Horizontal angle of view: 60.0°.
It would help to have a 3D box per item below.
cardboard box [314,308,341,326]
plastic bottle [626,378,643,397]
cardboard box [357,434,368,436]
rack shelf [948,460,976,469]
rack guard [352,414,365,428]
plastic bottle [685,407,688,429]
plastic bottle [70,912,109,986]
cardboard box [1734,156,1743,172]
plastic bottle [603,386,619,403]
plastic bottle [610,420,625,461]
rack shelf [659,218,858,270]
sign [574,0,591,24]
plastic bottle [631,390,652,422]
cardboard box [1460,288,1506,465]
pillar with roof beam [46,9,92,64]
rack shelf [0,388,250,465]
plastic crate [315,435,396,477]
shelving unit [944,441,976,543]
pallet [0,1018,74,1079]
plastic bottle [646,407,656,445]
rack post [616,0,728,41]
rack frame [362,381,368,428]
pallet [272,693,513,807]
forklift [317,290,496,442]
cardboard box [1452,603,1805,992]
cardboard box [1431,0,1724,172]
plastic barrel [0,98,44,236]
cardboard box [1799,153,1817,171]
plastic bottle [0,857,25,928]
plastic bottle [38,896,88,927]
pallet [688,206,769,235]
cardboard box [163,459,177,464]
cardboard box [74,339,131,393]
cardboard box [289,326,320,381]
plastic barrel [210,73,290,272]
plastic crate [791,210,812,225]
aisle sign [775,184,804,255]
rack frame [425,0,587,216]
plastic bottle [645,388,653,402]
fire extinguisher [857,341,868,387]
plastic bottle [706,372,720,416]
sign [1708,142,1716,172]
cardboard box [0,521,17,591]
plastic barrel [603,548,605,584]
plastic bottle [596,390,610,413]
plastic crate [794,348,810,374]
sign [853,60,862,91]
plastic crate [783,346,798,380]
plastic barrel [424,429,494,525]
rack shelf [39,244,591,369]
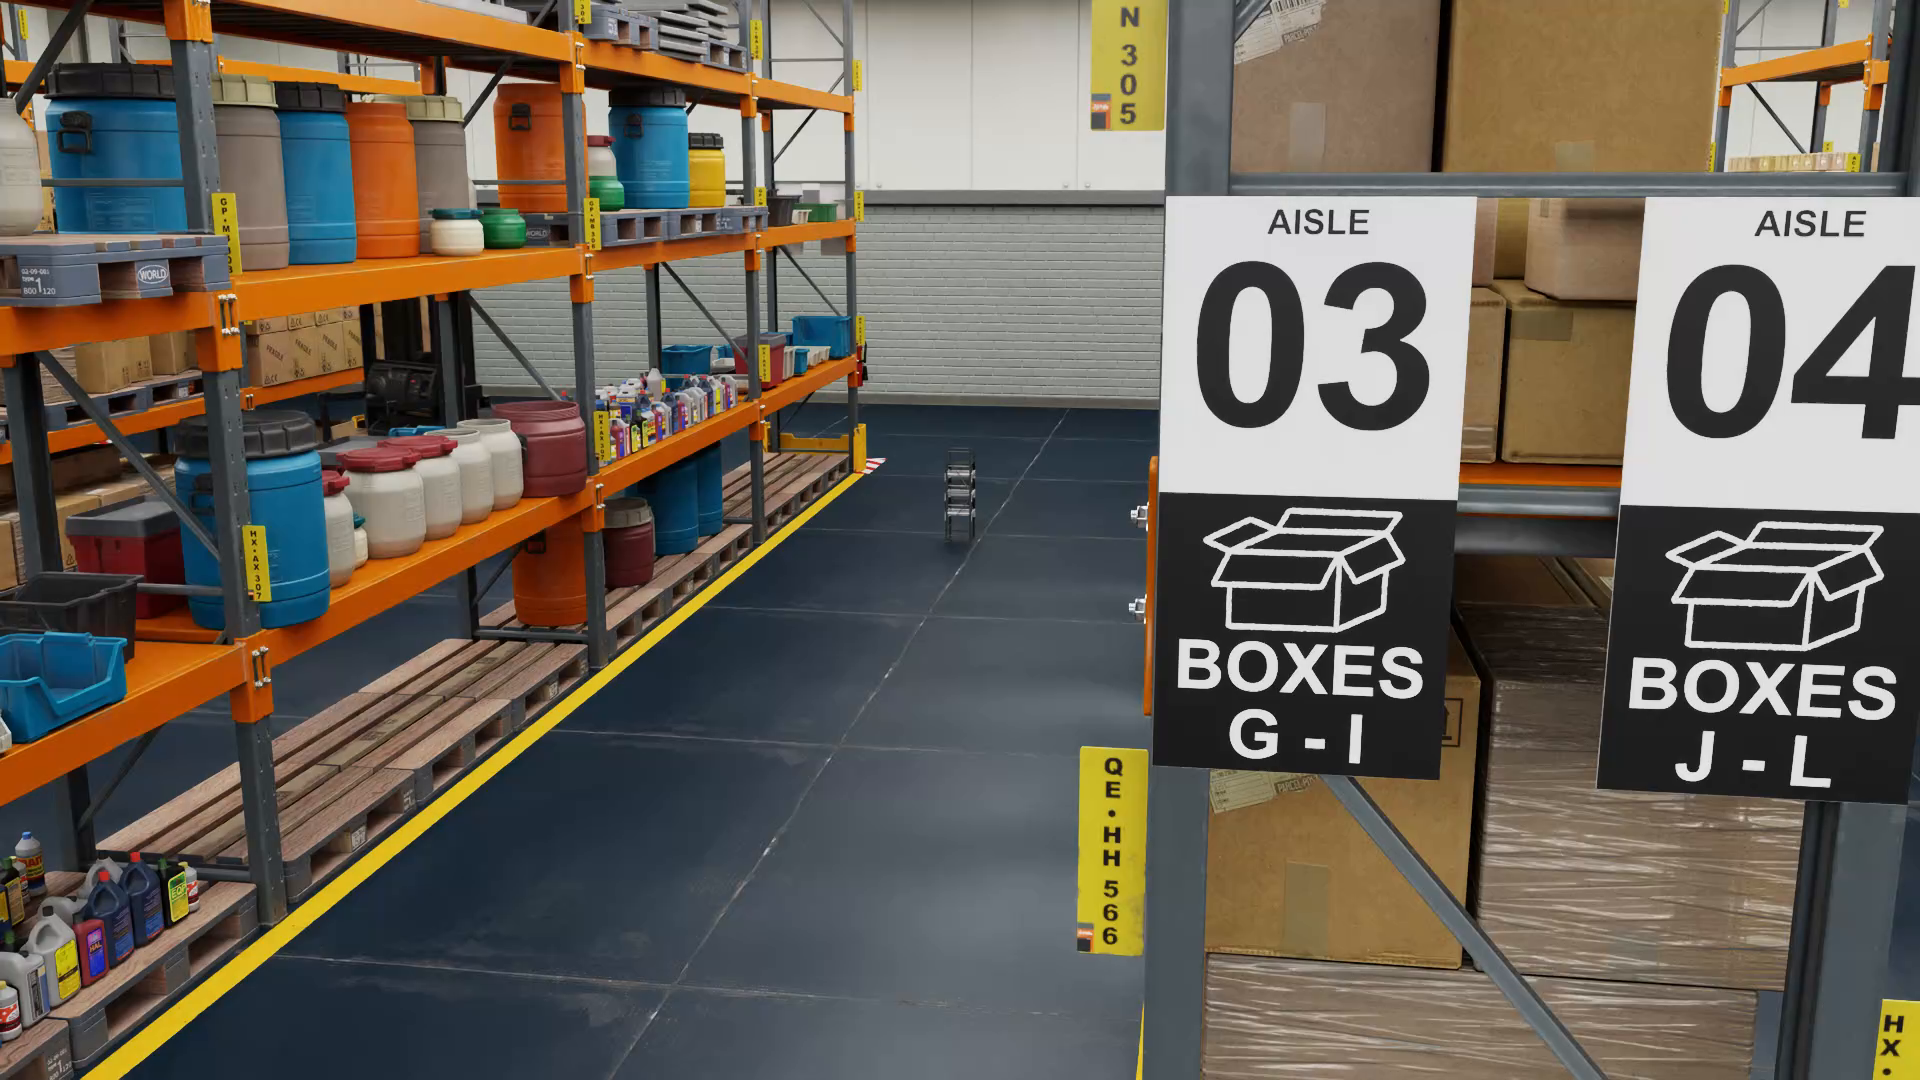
[{"bbox_3d":[-6.662,-2.453,16.902,0.500,0.500,0.500,2,12,7],"label":"cardboard box"},{"bbox_3d":[-2.781,-1.230,14.132,0.152,0.276,0.135,2,12,9],"label":"plastic bottle"},{"bbox_3d":[-6.571,-0.998,18.242,0.500,0.250,0.500,2,12,9],"label":"cardboard box"},{"bbox_3d":[0.001,-0.673,15.113,0.258,0.077,0.200,2,12,9],"label":"rack shelf"},{"bbox_3d":[-6.567,-1.207,19.664,1.175,0.500,0.348,2,12,9],"label":"rack guard"},{"bbox_3d":[-2.199,-0.979,13.144,0.097,0.201,0.097,0,12,0],"label":"plastic bottle"},{"bbox_3d":[-3.335,1.546,6.360,0.061,0.283,0.133,3,12,12],"label":"plastic bottle"},{"bbox_3d":[7.672,-3.607,15.970,0.380,0.149,0.250,2,12,9],"label":"cardboard box"},{"bbox_3d":[-2.867,-1.113,13.591,0.152,0.276,0.135,2,12,9],"label":"plastic bottle"},{"bbox_3d":[-2.410,-0.708,11.691,0.061,0.283,0.133,2,12,9],"label":"plastic bottle"},{"bbox_3d":[-1.969,-2.982,16.554,1.077,0.370,4.000,2,12,9],"label":"rack shelf"},{"bbox_3d":[-2.347,-3.377,10.325,0.100,0.325,0.005,2,12,9],"label":"sign"},{"bbox_3d":[-2.435,-0.972,12.759,0.144,0.351,0.185,2,12,9],"label":"plastic bottle"},{"bbox_3d":[0.595,-0.294,2.730,0.500,0.250,0.500,2,12,10],"label":"cardboard box"},{"bbox_3d":[-7.636,-5.988,21.674,9.100,9.000,0.400,2,12,9],"label":"pillar with roof beam"},{"bbox_3d":[-7.478,-0.844,13.754,1.077,0.370,4.000,2,12,9],"label":"rack shelf"},{"bbox_3d":[-3.443,-0.323,9.477,0.402,0.464,0.583,2,12,9],"label":"plastic crate"},{"bbox_3d":[0.001,-0.442,15.163,0.258,0.900,0.210,2,12,9],"label":"shelving unit"},{"bbox_3d":[-3.837,1.971,5.604,1.003,0.211,1.213,2,12,9],"label":"pallet"},{"bbox_3d":[-2.319,-0.851,12.382,0.097,0.271,0.097,0,12,0],"label":"plastic bottle"},{"bbox_3d":[-2.437,-4.172,13.429,0.937,0.300,0.954,2,12,8],"label":"rack post"},{"bbox_3d":[-6.555,-2.445,19.474,1.000,3.000,0.127,2,12,9],"label":"rack frame"},{"bbox_3d":[-3.239,1.158,9.375,1.003,0.211,1.213,2,12,9],"label":"pallet"},{"bbox_3d":[-5.155,-1.408,14.824,1.130,2.935,3.031,8,15,34],"label":"forklift"},{"bbox_3d":[1.126,0.419,2.869,0.500,0.500,0.500,2,12,9],"label":"cardboard box"},{"bbox_3d":[1.267,-0.998,3.509,0.500,0.500,0.500,2,12,8],"label":"cardboard box"},{"bbox_3d":[-3.767,-1.429,6.376,0.421,0.512,0.421,0,12,0],"label":"plastic barrel"},{"bbox_3d":[7.433,-3.232,14.231,0.380,0.149,0.250,1,12,6],"label":"cardboard box"},{"bbox_3d":[-3.907,1.451,6.801,0.061,0.283,0.133,2,12,9],"label":"plastic bottle"},{"bbox_3d":[-3.501,1.515,6.523,0.152,0.276,0.135,2,12,9],"label":"plastic bottle"},{"bbox_3d":[-2.301,-2.659,13.794,1.213,0.211,1.003,2,12,9],"label":"pallet"},{"bbox_3d":[-6.963,-0.493,15.308,0.500,0.500,0.500,2,12,8],"label":"cardboard box"},{"bbox_3d":[-7.381,-1.497,13.840,0.700,0.500,0.500,-1,12,-6],"label":"cardboard box"},{"bbox_3d":[-6.747,-1.865,16.546,0.500,0.500,0.500,2,12,10],"label":"cardboard box"},{"bbox_3d":[-3.543,-1.746,7.922,0.600,0.901,0.600,0,12,0],"label":"plastic barrel"},{"bbox_3d":[-1.734,-3.183,16.404,0.437,0.136,0.530,2,12,9],"label":"plastic crate"},{"bbox_3d":[-1.944,-3.579,18.566,0.394,0.787,0.004,2,12,9],"label":"aisle sign"},{"bbox_3d":[-2.892,-3.551,10.366,1.000,3.000,0.127,2,12,9],"label":"rack frame"},{"bbox_3d":[-2.654,-1.193,14.139,0.097,0.201,0.097,0,12,0],"label":"plastic bottle"},{"bbox_3d":[-1.189,-2.080,18.851,0.296,0.674,0.183,2,12,9],"label":"fire extinguisher"},{"bbox_3d":[-2.095,-1.225,13.930,0.144,0.351,0.185,2,12,9],"label":"plastic bottle"},{"bbox_3d":[7.582,-3.852,16.811,0.100,0.325,0.005,2,12,9],"label":"sign"},{"bbox_3d":[-7.433,0.142,12.360,0.500,0.500,0.500,2,12,11],"label":"cardboard box"},{"bbox_3d":[-2.835,0.170,12.250,0.421,0.512,0.421,0,12,0],"label":"plastic barrel"},{"bbox_3d":[-2.902,-1.065,13.367,0.152,0.276,0.135,2,12,9],"label":"plastic bottle"},{"bbox_3d":[-1.724,-1.795,16.715,0.416,0.233,0.300,2,12,9],"label":"plastic crate"},{"bbox_3d":[-1.115,-5.044,18.061,0.100,0.325,0.005,2,12,9],"label":"sign"},{"bbox_3d":[-1.860,-1.734,16.316,0.437,0.282,0.530,2,12,9],"label":"plastic crate"},{"bbox_3d":[-2.904,-0.364,9.554,0.421,0.512,0.421,0,12,0],"label":"plastic barrel"},{"bbox_3d":[-3.199,-1.317,8.826,1.077,0.370,4.000,2,12,9],"label":"rack shelf"}]
